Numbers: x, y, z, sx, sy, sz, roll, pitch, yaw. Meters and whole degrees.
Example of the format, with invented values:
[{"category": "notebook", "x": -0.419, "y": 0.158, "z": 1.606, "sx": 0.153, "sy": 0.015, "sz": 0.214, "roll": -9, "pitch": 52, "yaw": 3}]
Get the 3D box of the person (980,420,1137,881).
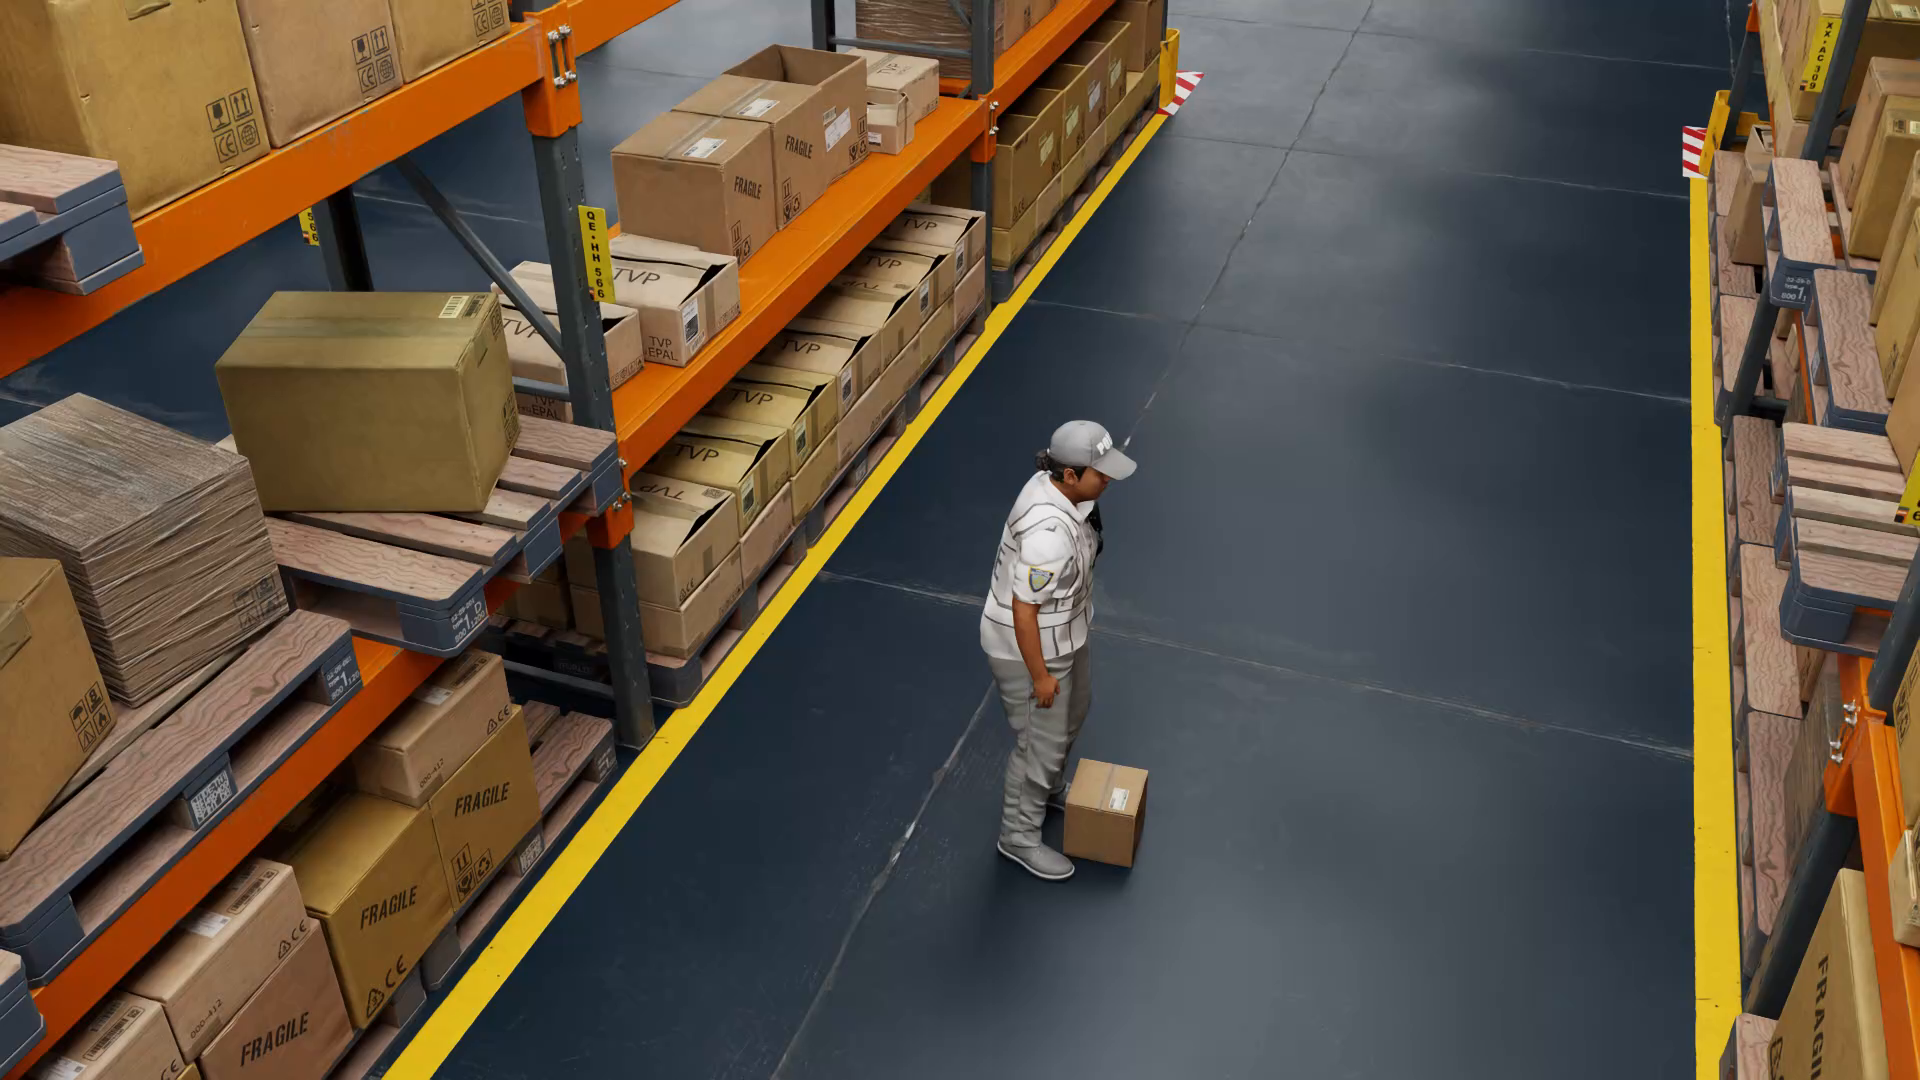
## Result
[{"category": "person", "x": 0.321, "y": 0.345, "z": 5.613, "sx": 0.458, "sy": 1.665, "sz": 0.561, "roll": 9, "pitch": 35, "yaw": 13}]
